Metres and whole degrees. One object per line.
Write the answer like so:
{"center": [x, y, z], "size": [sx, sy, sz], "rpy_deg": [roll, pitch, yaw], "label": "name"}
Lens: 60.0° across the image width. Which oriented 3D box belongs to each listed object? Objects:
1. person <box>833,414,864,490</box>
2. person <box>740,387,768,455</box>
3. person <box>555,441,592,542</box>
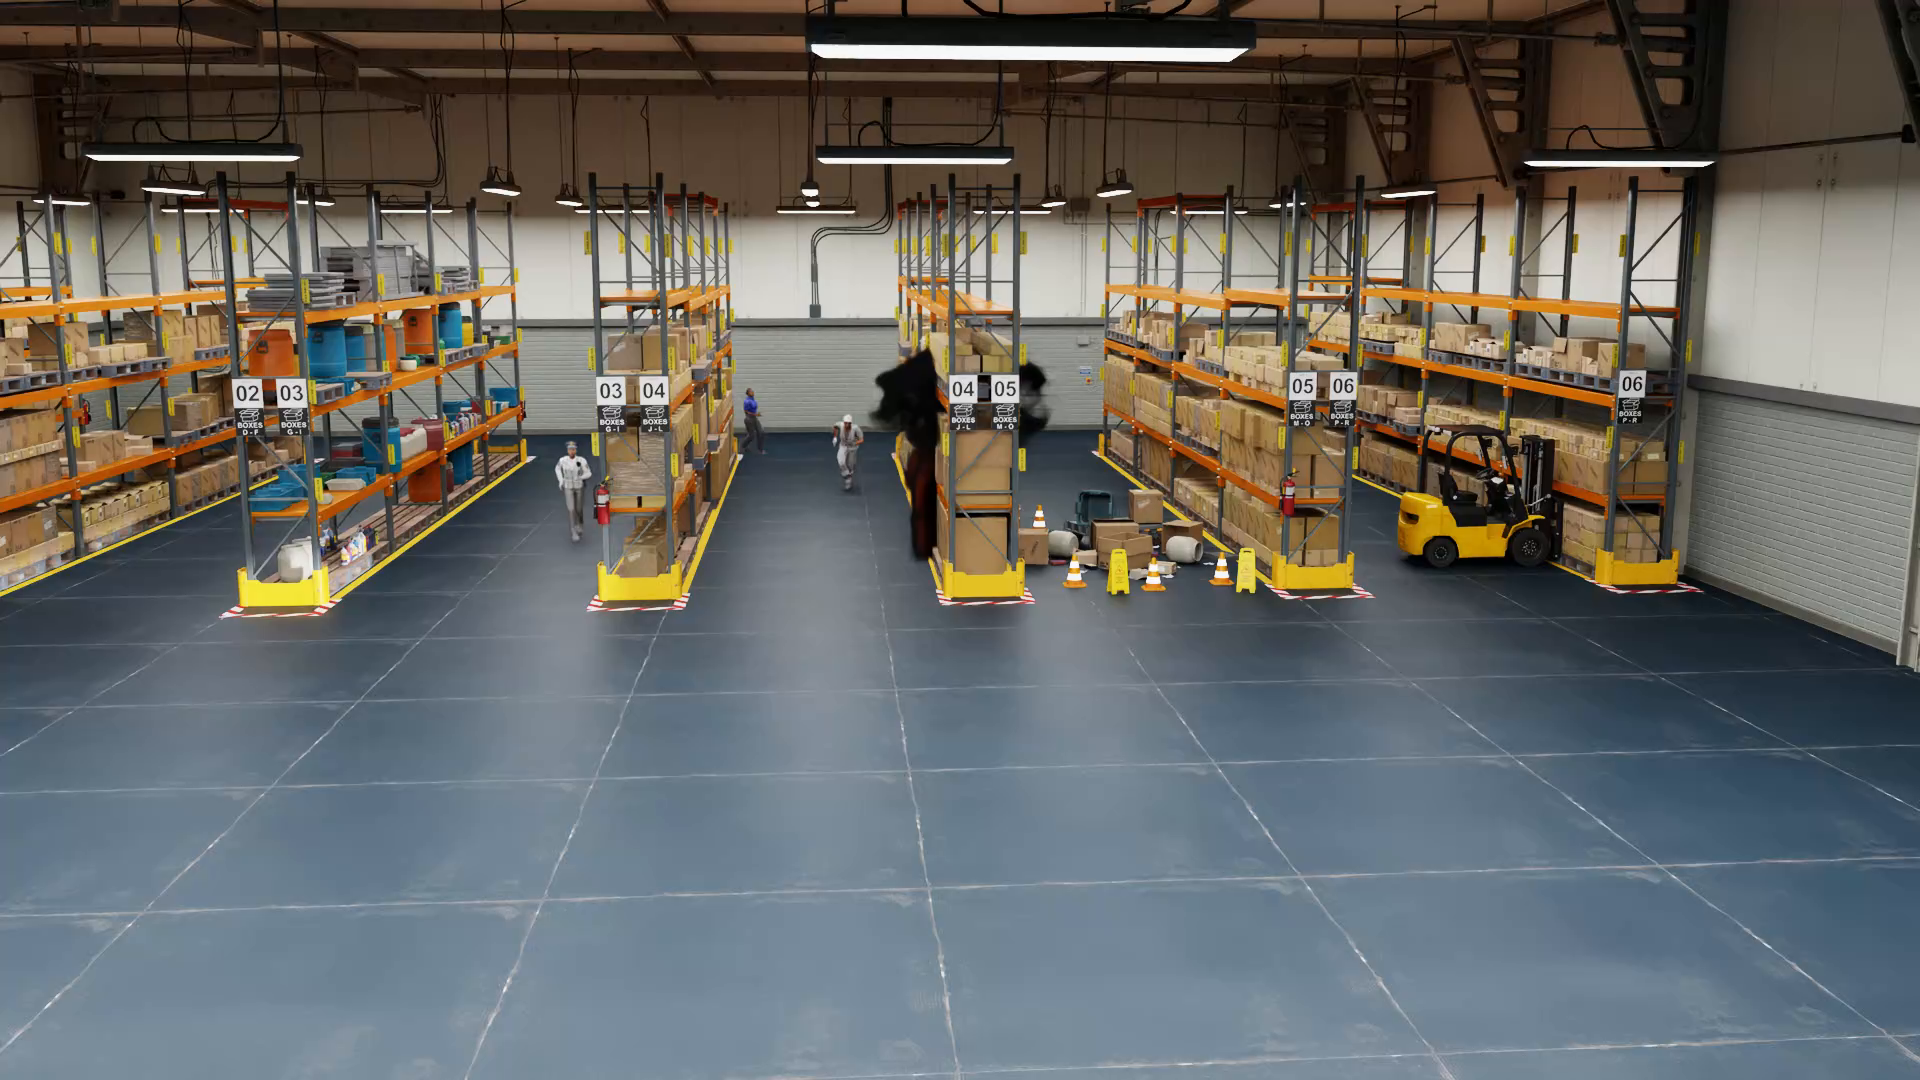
{"center": [-2.323, -1.878, 34.836], "size": [0.691, 1.591, 1.119], "rpy_deg": [1, 10, 3], "label": "person"}
{"center": [-5.081, -2.863, 40.311], "size": [0.732, 1.649, 0.584], "rpy_deg": [4, 11, 20], "label": "person"}
{"center": [-6.678, -0.878, 28.768], "size": [0.622, 1.700, 0.846], "rpy_deg": [-2, 10, -9], "label": "person"}
